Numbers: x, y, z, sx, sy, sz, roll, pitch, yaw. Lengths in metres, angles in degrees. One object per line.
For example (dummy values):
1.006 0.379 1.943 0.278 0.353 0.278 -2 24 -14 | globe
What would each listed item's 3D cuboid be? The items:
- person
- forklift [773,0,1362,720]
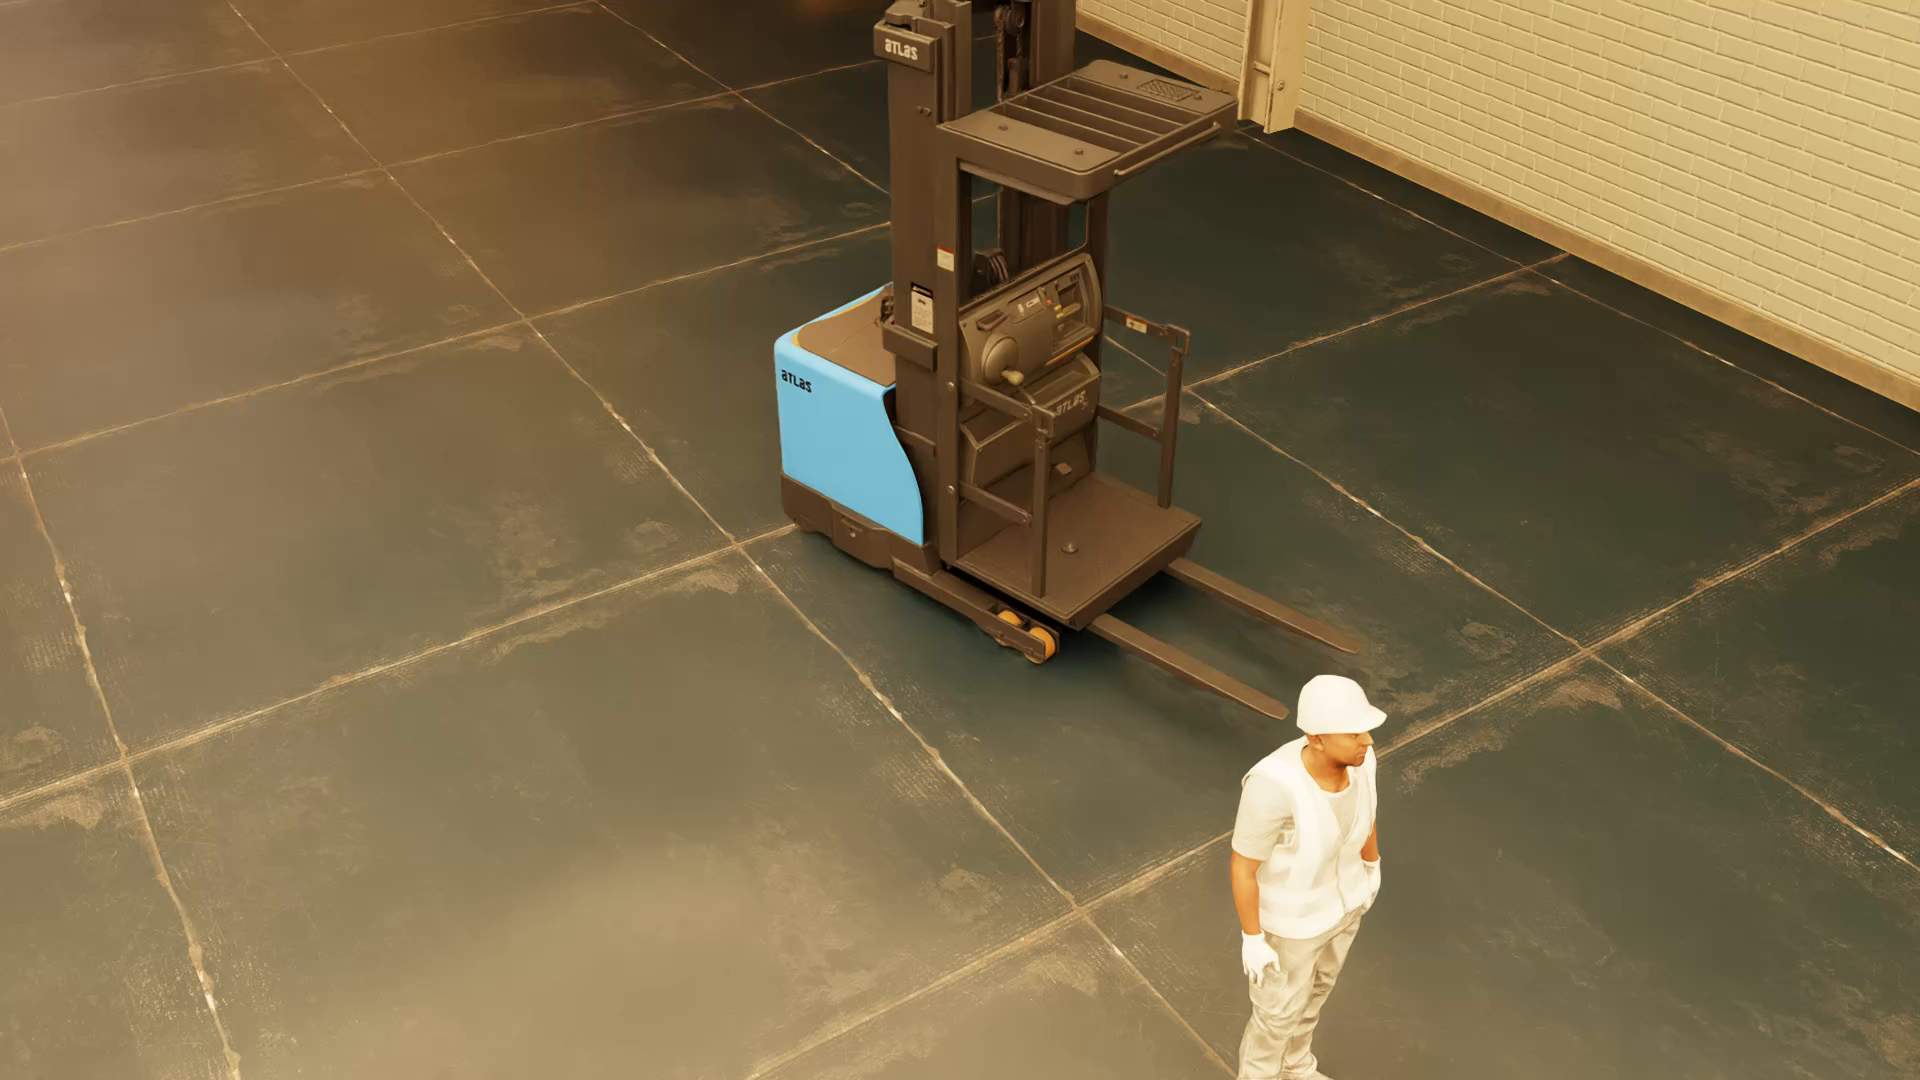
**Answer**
1.178 1.225 5.394 0.654 1.785 0.562 -25 42 -31 | person
0.491 -0.960 7.514 3.031 2.935 1.130 27 43 33 | forklift
